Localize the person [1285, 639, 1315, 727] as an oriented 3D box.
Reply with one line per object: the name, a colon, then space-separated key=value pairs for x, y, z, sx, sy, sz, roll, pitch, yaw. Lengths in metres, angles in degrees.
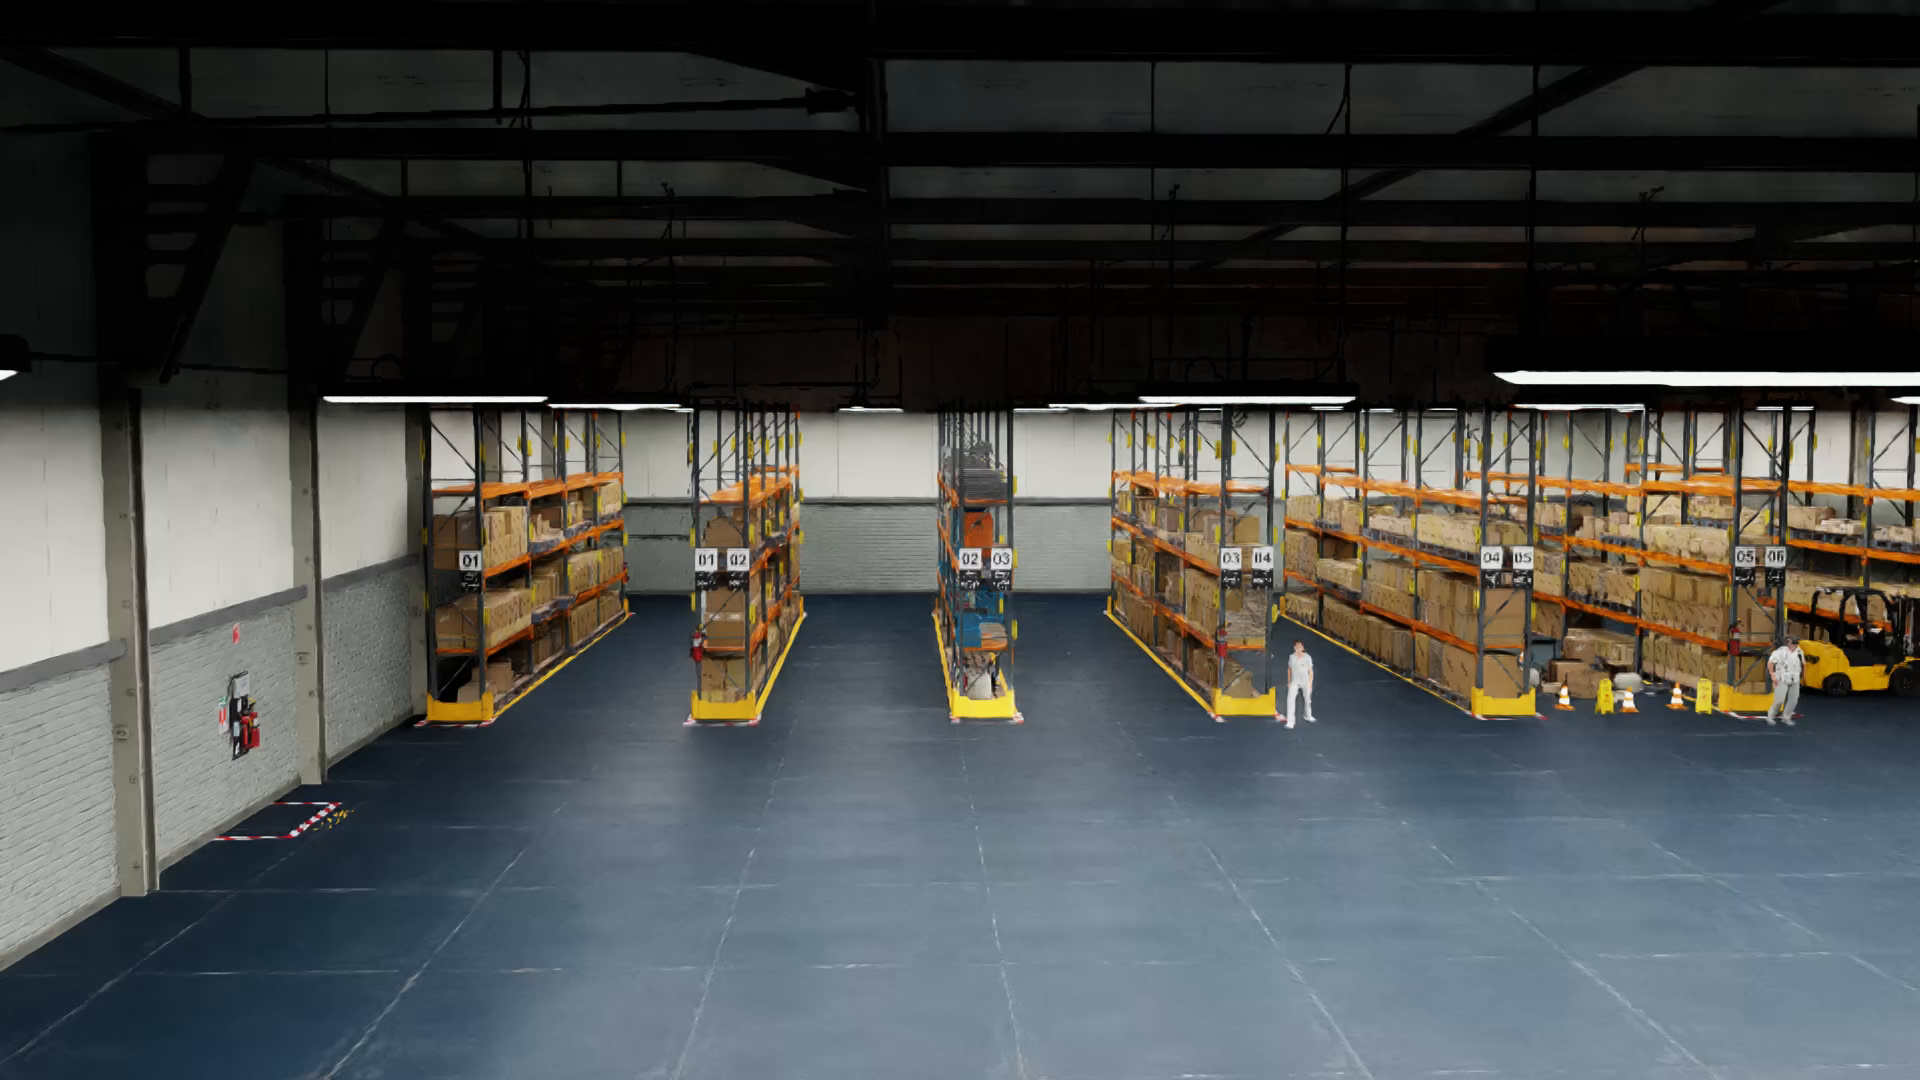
person: x=6.237 y=2.605 z=30.463 sx=0.491 sy=1.611 sz=0.957 roll=2 pitch=5 yaw=19

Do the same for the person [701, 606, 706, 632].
person: x=-6.648 y=1.517 z=43.568 sx=0.505 sy=1.773 sz=0.609 roll=-3 pitch=5 yaw=-32

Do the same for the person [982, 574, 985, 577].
person: x=0.664 y=1.438 z=45.558 sx=0.473 sy=1.645 sz=0.568 roll=0 pitch=4 yaw=4

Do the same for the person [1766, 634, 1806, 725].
person: x=15.192 y=2.551 z=30.564 sx=0.682 sy=1.715 sz=0.542 roll=0 pitch=4 yaw=-3
